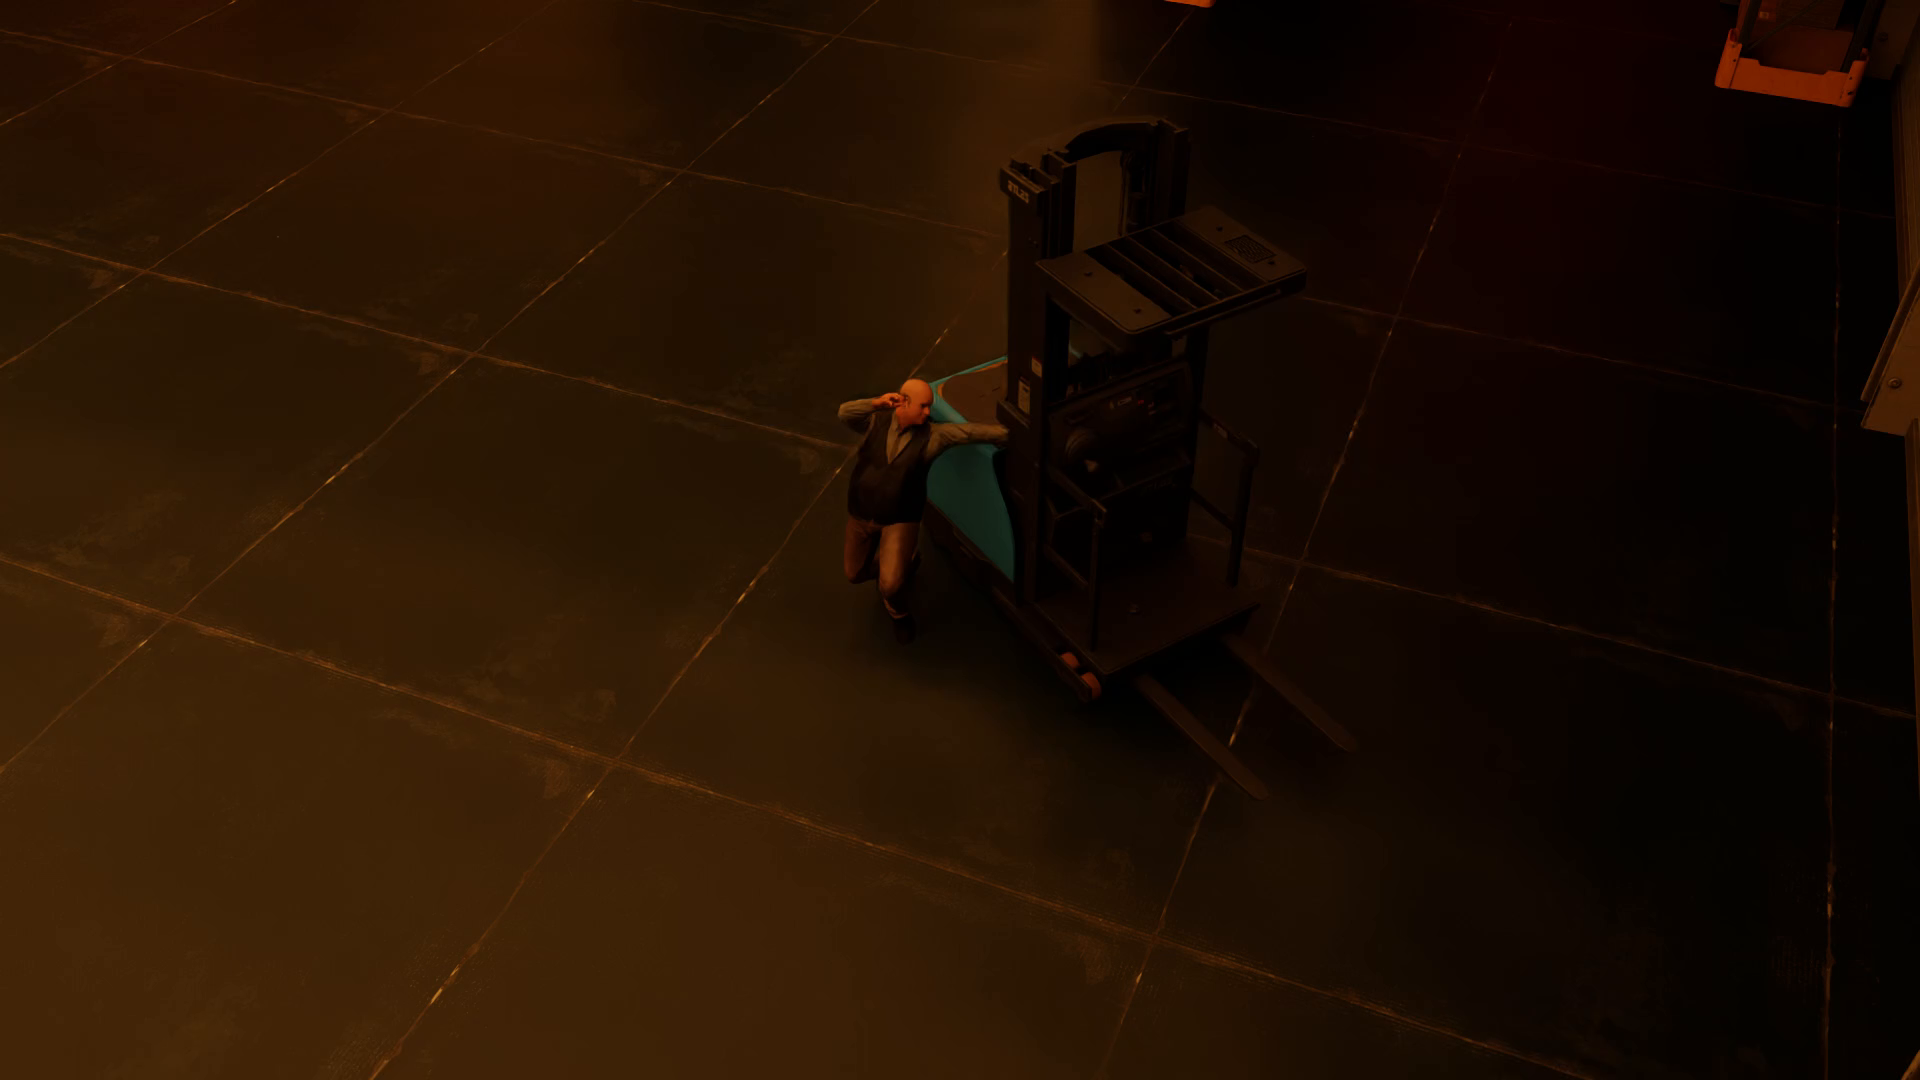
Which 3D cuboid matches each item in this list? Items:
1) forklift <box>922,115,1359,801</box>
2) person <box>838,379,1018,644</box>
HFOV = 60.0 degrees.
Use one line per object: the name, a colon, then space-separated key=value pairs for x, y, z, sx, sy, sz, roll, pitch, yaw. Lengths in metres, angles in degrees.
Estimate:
forklift: x=0.979 y=-0.573 z=8.691 sx=1.130 sy=2.935 sz=3.031 roll=-22 pitch=45 yaw=-24
person: x=-0.172 y=-0.127 z=9.259 sx=1.079 sy=1.584 sz=0.852 roll=15 pitch=42 yaw=17
